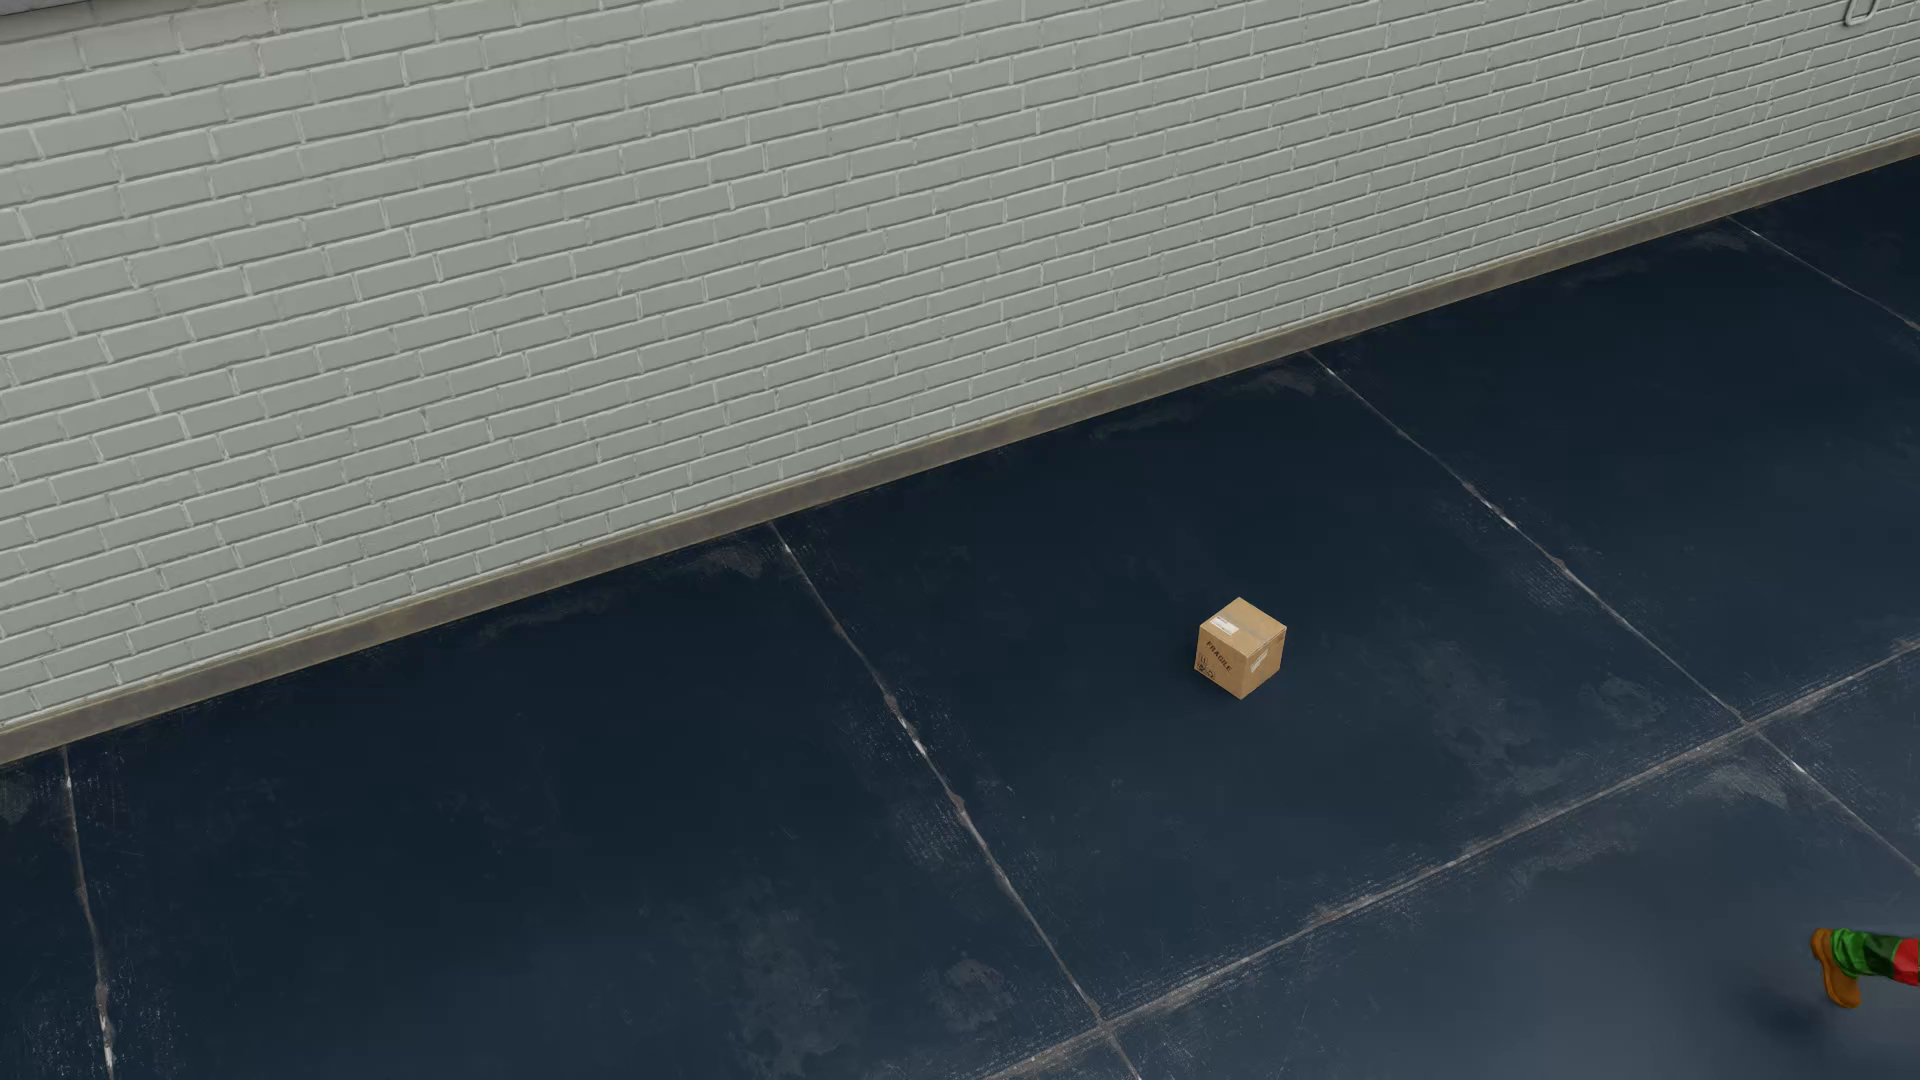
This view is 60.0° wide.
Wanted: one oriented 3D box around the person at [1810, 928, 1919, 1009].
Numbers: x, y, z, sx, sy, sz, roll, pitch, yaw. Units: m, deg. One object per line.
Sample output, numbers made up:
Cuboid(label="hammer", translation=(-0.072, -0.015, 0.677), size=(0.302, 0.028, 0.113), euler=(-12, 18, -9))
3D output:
Cuboid(label="person", translation=(3.228, 0.983, 4.989), size=(0.862, 1.763, 0.531), euler=(27, 48, 28))
